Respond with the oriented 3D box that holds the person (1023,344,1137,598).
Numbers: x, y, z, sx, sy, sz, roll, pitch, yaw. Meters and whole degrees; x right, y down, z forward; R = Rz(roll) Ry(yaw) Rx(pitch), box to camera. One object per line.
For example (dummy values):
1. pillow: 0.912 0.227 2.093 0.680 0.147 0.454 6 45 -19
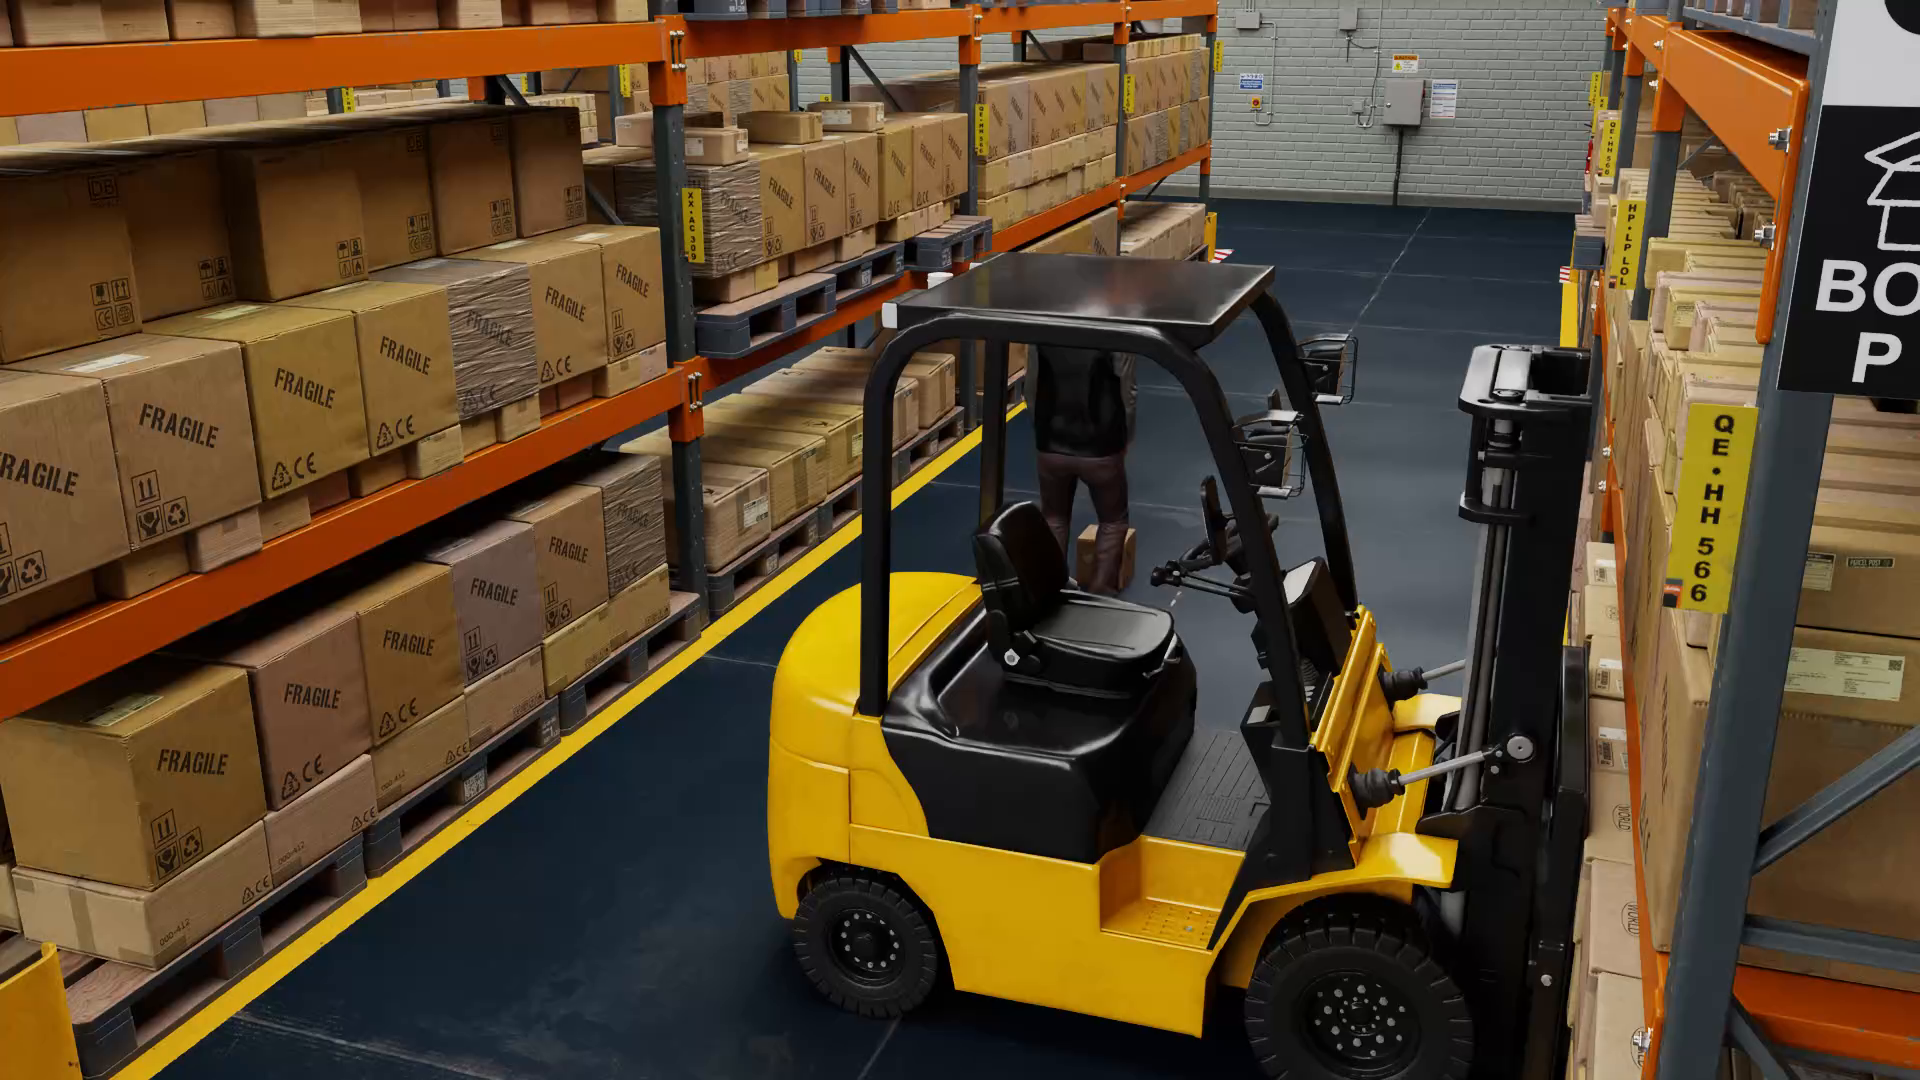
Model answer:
1. person: 0.565 -0.435 8.016 0.563 1.658 0.447 7 20 20
